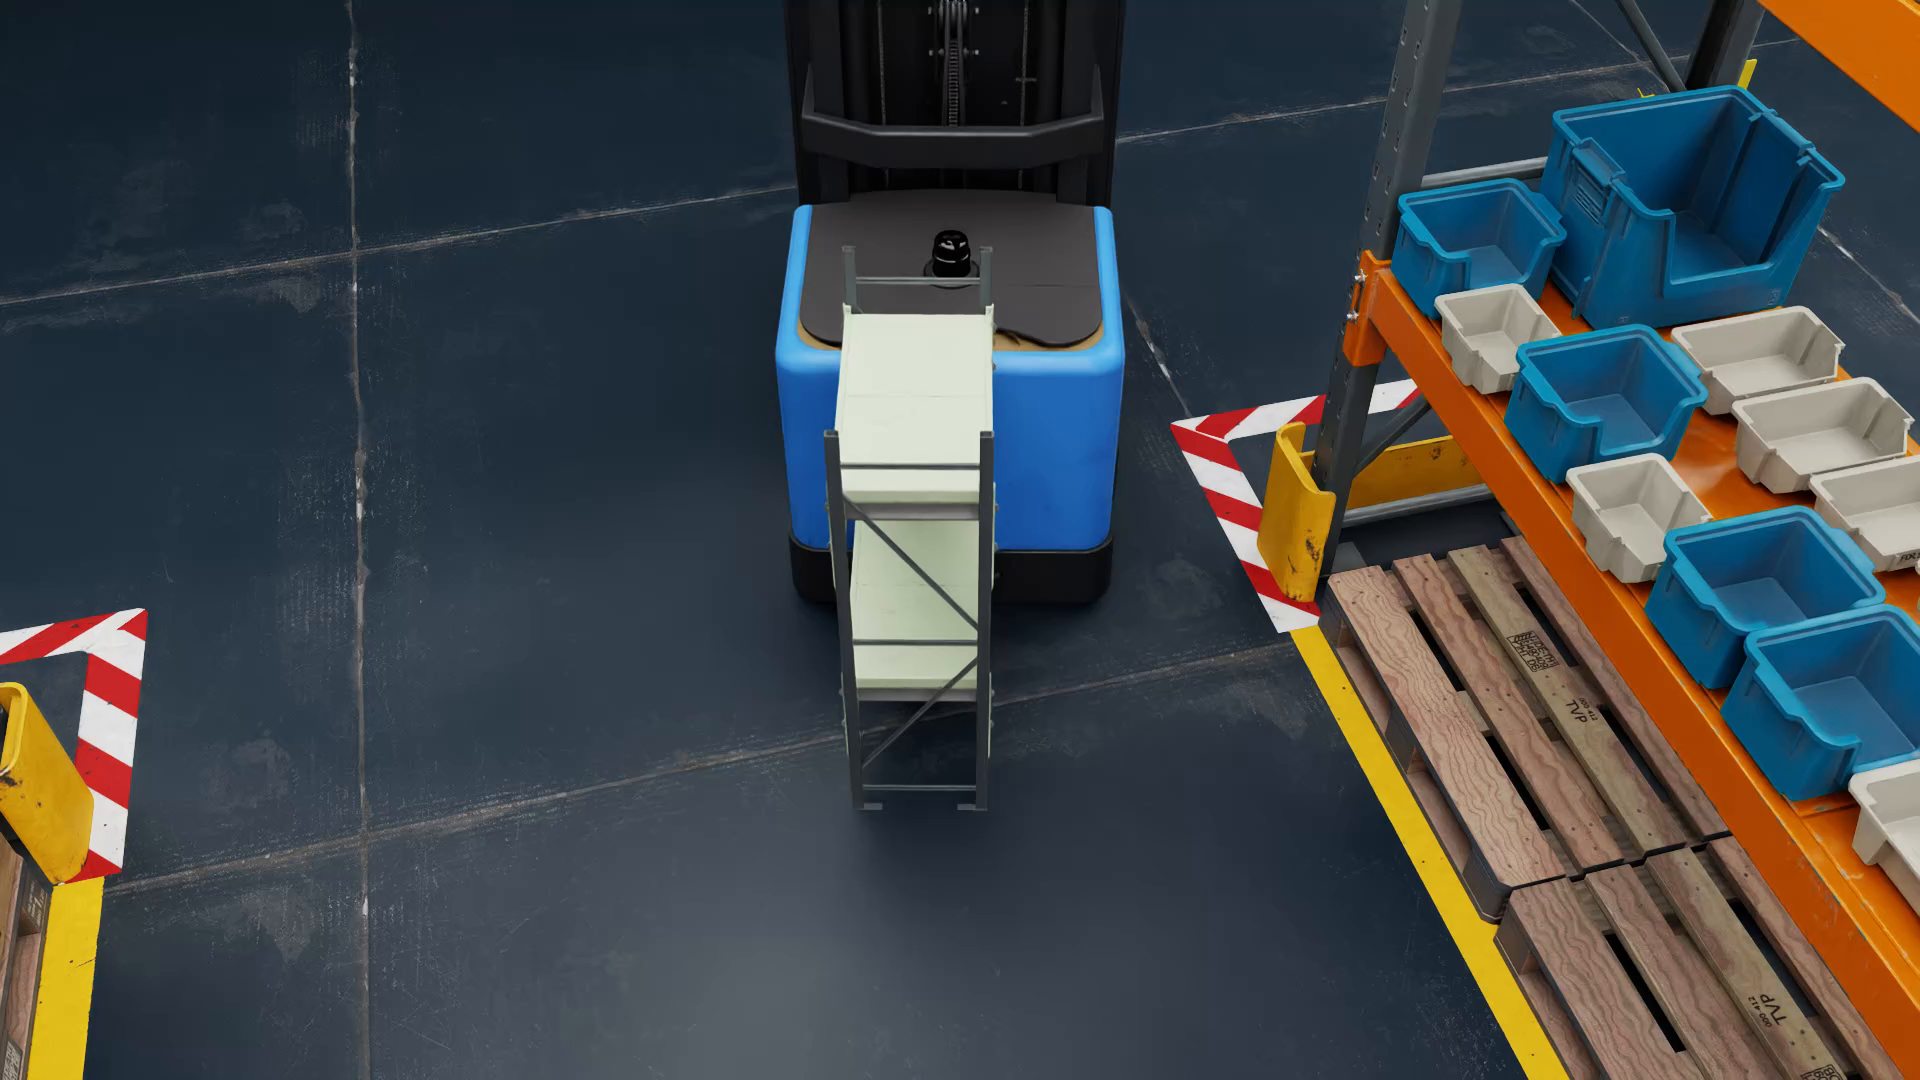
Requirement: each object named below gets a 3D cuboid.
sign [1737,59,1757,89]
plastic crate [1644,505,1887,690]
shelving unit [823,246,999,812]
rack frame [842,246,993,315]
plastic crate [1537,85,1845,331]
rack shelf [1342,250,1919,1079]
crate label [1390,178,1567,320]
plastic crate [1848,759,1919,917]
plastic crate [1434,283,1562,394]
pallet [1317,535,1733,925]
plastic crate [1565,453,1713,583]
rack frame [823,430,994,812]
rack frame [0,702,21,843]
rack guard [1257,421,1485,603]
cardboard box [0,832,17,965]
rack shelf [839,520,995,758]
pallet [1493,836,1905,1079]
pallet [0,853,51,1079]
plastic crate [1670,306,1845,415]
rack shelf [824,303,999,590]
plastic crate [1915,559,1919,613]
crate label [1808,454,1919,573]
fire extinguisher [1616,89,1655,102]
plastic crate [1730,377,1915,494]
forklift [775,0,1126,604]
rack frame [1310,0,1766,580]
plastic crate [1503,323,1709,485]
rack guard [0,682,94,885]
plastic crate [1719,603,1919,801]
[{"bbox_3d":[2.164,-1.211,4.722,0.100,0.325,0.005,-11,47,-10],"label":"sign"},{"bbox_3d":[1.718,0.136,3.592,0.416,0.233,0.300,-11,47,-10],"label":"plastic crate"},{"bbox_3d":[-0.116,0.015,4.685,0.431,1.500,0.755,0,46,0],"label":"shelving unit"},{"bbox_3d":[-0.113,-0.247,4.942,0.400,1.500,0.023,0,46,0],"label":"rack frame"},{"bbox_3d":[1.903,-0.878,4.443,0.616,0.435,0.499,-11,47,-10],"label":"plastic crate"},{"bbox_3d":[2.148,0.591,3.574,1.077,0.370,4.000,-11,47,-10],"label":"rack shelf"},{"bbox_3d":[1.381,-0.773,4.483,0.416,0.233,0.303,-11,47,-10],"label":"crate label"},{"bbox_3d":[1.924,0.644,3.161,0.293,0.136,0.466,-11,47,-10],"label":"plastic crate"},{"bbox_3d":[1.383,-0.503,4.285,0.250,0.136,0.298,-11,47,-10],"label":"plastic crate"},{"bbox_3d":[1.810,0.511,5.102,1.003,0.211,1.213,-11,47,-10],"label":"pallet"},{"bbox_3d":[1.557,-0.035,3.827,0.250,0.136,0.298,-11,47,-10],"label":"plastic crate"},{"bbox_3d":[-0.120,0.276,4.429,0.400,1.500,0.023,0,46,0],"label":"rack frame"},{"bbox_3d":[-3.153,-0.139,3.786,1.000,3.000,0.127,-11,47,-10],"label":"rack frame"},{"bbox_3d":[1.618,-0.181,5.577,1.175,0.500,0.348,-11,47,-10],"label":"rack guard"},{"bbox_3d":[-2.776,0.913,4.197,0.500,0.500,0.500,-11,47,-10],"label":"cardboard box"},{"bbox_3d":[-0.116,0.243,4.918,0.431,0.370,0.720,0,46,0],"label":"rack shelf"},{"bbox_3d":[2.119,1.351,4.278,1.003,0.211,1.213,-11,47,-10],"label":"pallet"},{"bbox_3d":[-2.929,1.440,4.191,1.003,0.211,1.213,-11,47,-10],"label":"pallet"},{"bbox_3d":[2.020,-0.440,4.224,0.396,0.136,0.243,-11,47,-10],"label":"plastic crate"},{"bbox_3d":[-0.116,-0.258,4.407,0.431,0.370,0.720,0,46,0],"label":"rack shelf"},{"bbox_3d":[2.269,0.151,3.644,0.298,0.136,0.250,-11,47,-10],"label":"plastic crate"},{"bbox_3d":[2.175,-0.050,3.841,0.396,0.136,0.243,-11,47,-10],"label":"crate label"},{"bbox_3d":[2.037,-1.071,5.015,0.296,0.674,0.183,-11,47,-10],"label":"fire extinguisher"},{"bbox_3d":[2.080,-0.238,4.025,0.396,0.136,0.243,-11,47,-10],"label":"plastic crate"},{"bbox_3d":[-0.016,-1.851,5.512,1.130,2.935,3.031,0,46,0],"label":"forklift"},{"bbox_3d":[1.636,-1.042,4.671,1.000,3.000,0.127,-11,47,-10],"label":"rack frame"},{"bbox_3d":[1.550,-0.319,4.038,0.416,0.233,0.300,-11,47,-10],"label":"plastic crate"},{"bbox_3d":[-3.134,0.789,4.627,1.175,0.500,0.348,-11,47,-10],"label":"rack guard"},{"bbox_3d":[1.795,0.343,3.389,0.416,0.233,0.300,-11,47,-10],"label":"plastic crate"}]
